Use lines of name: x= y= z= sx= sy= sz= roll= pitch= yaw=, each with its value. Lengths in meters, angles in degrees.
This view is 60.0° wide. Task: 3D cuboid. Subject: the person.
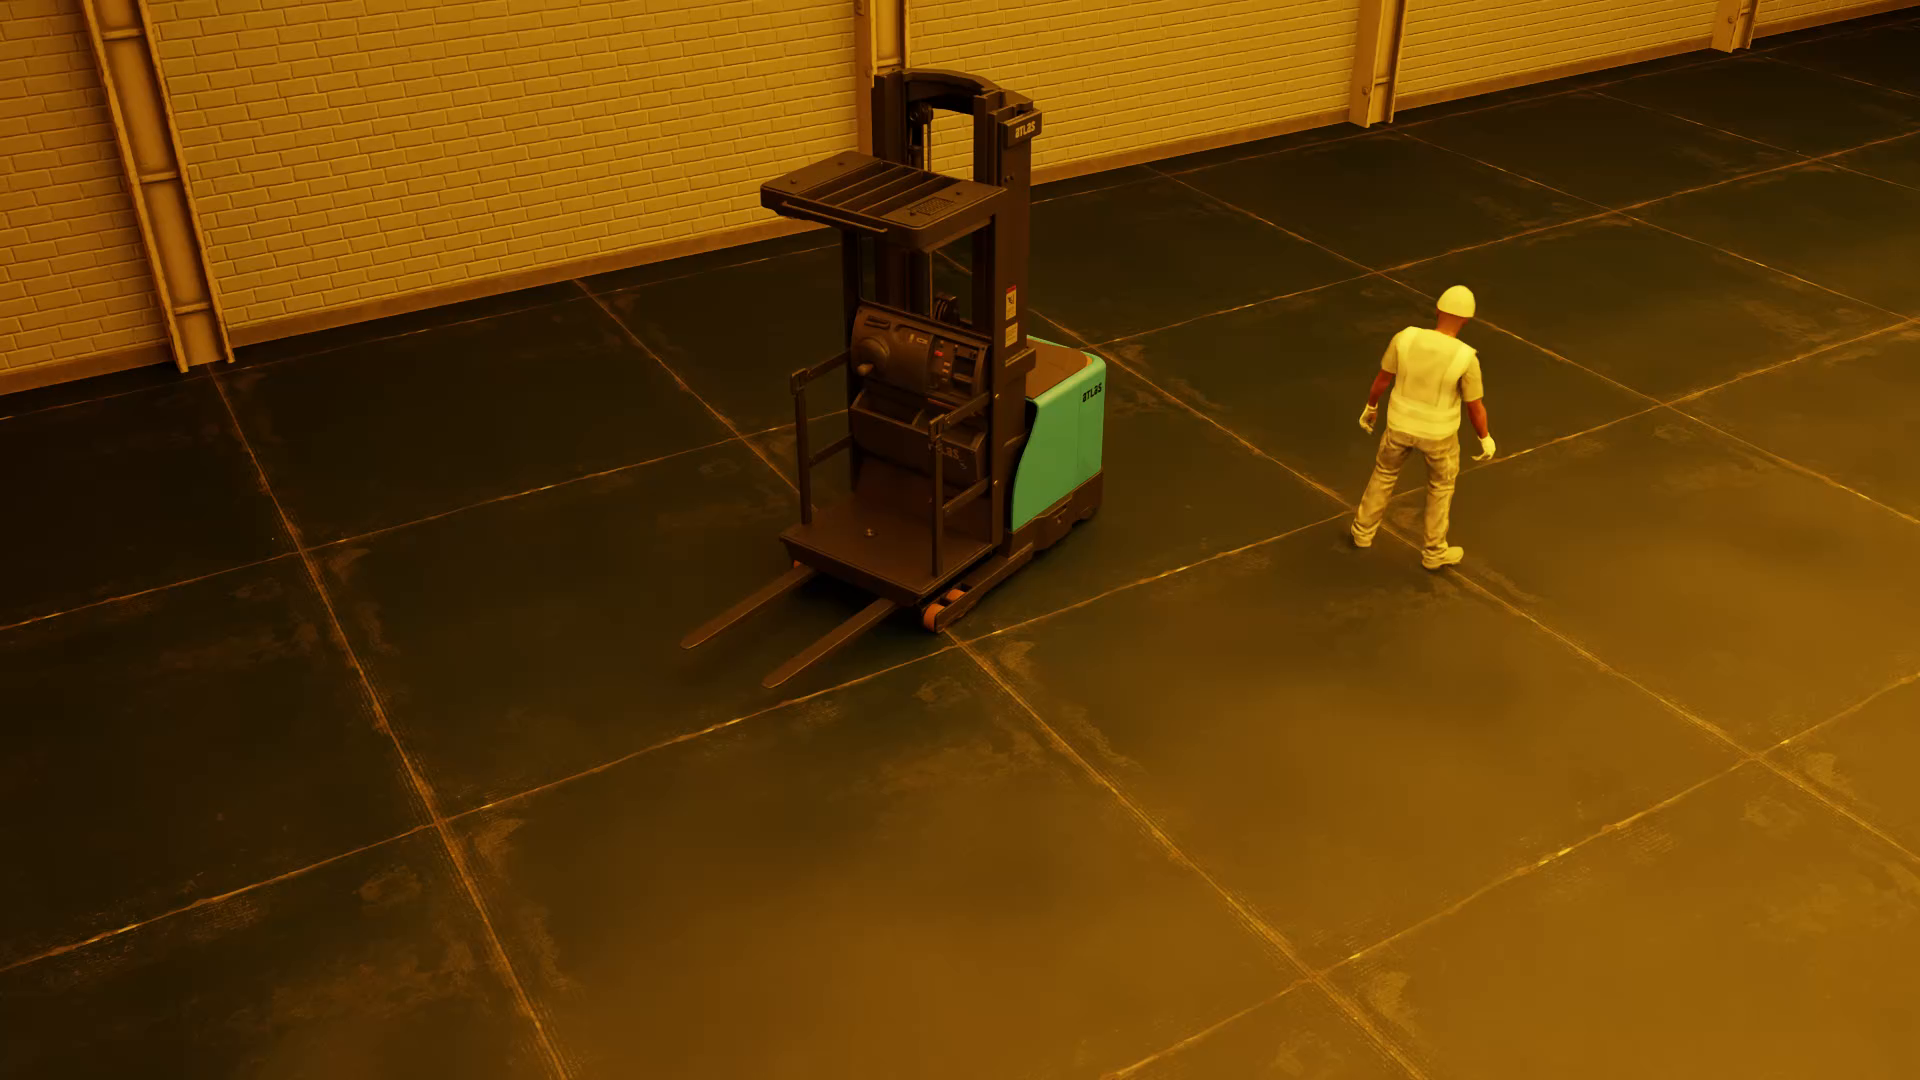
person: x=2.797 y=-0.683 z=9.925 sx=0.808 sy=1.767 sz=0.383 roll=19 pitch=36 yaw=29

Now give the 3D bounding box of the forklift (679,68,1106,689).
forklift: x=-0.365 y=-1.007 z=9.329 sx=1.130 sy=2.935 sz=3.031 roll=21 pitch=37 yaw=31
